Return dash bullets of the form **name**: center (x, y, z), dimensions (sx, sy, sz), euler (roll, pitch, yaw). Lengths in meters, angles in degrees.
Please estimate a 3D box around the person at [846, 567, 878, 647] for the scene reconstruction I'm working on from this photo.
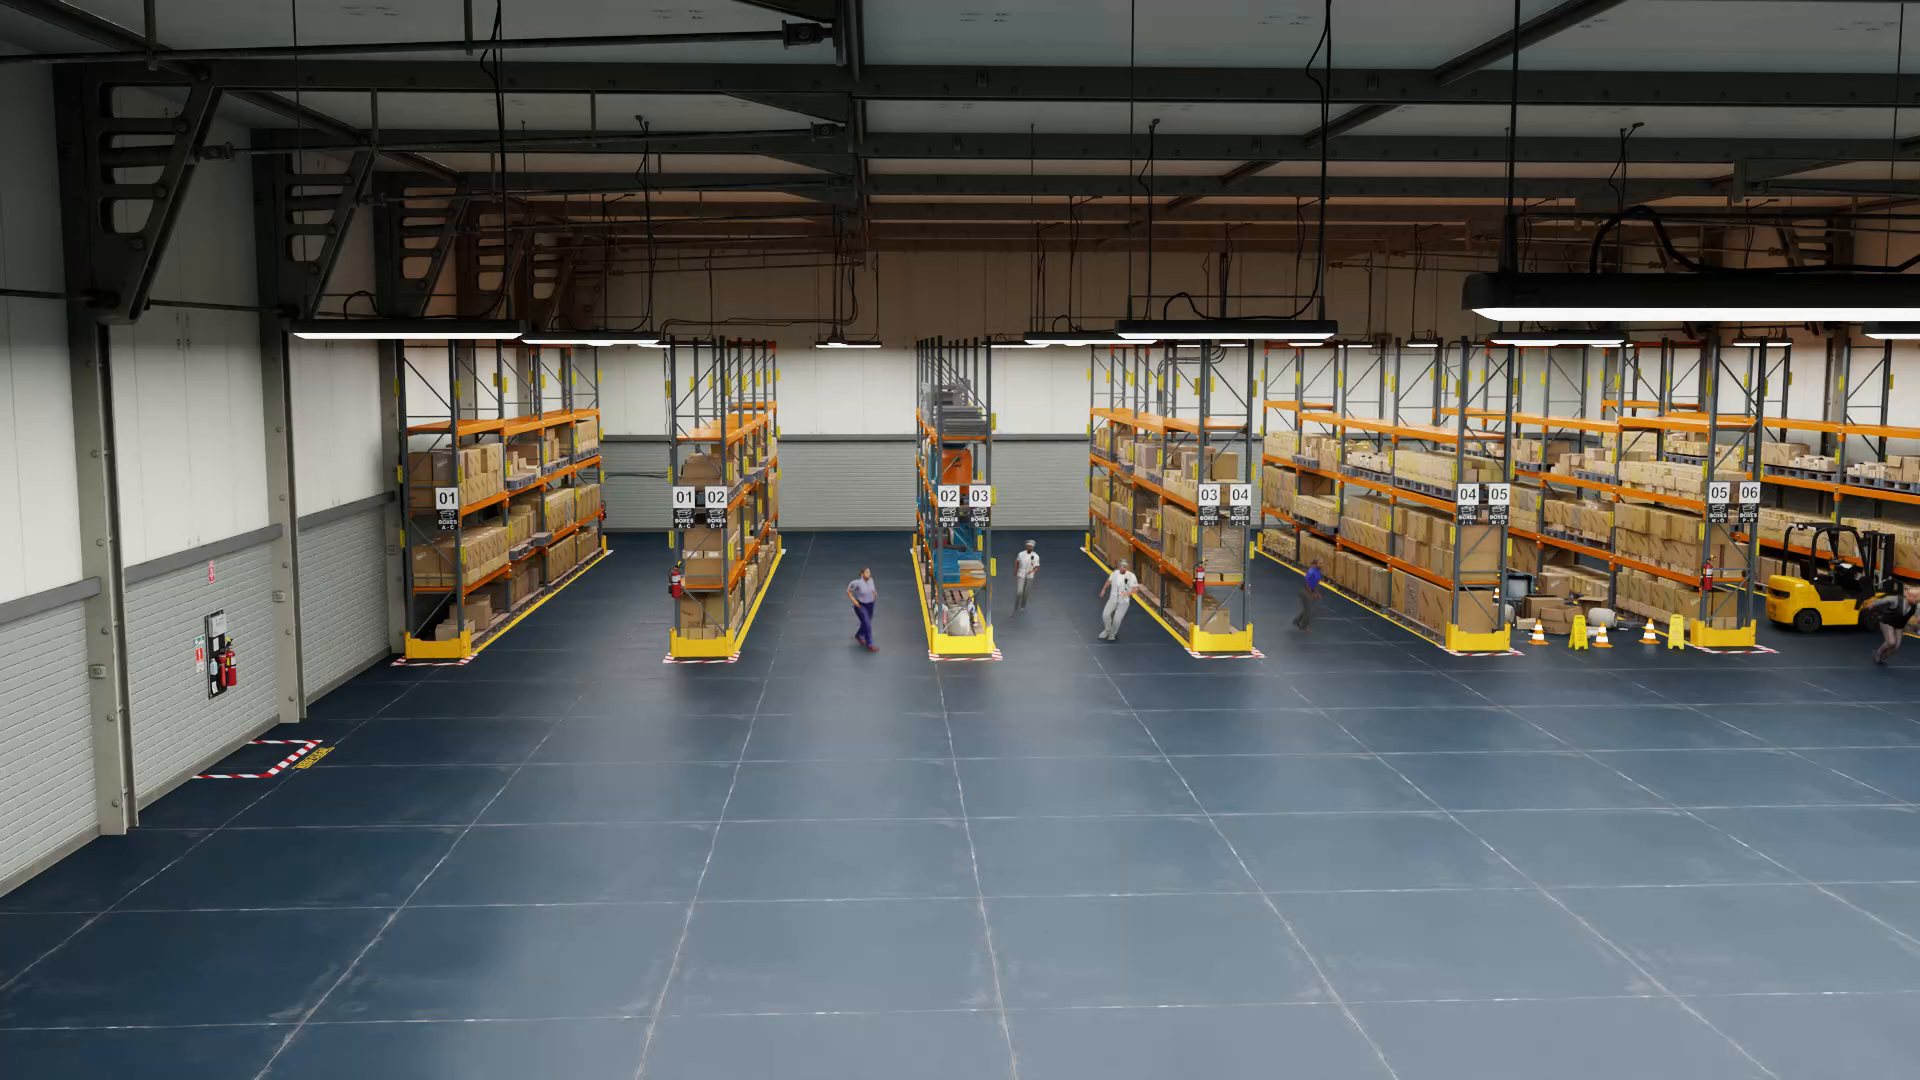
- **person**: center (-1.901, 1.259, 31.871), dimensions (0.627, 1.552, 0.731), euler (-5, 8, -36)

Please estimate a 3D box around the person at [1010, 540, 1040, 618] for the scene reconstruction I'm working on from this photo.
- **person**: center (1.394, 0.816, 35.879), dimensions (0.648, 1.668, 0.811), euler (0, 6, 1)

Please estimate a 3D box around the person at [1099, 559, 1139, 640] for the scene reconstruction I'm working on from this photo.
- **person**: center (3.109, 1.180, 32.838), dimensions (0.855, 1.660, 0.697), euler (2, 7, 18)

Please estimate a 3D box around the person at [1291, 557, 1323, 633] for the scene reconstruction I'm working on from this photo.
- **person**: center (7.053, 1.118, 33.853), dimensions (0.761, 1.580, 0.576), euler (5, 8, 37)

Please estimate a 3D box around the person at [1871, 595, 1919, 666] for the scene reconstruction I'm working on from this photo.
- **person**: center (16.895, 1.607, 30.024), dimensions (0.644, 1.290, 0.816), euler (0, 7, -3)
